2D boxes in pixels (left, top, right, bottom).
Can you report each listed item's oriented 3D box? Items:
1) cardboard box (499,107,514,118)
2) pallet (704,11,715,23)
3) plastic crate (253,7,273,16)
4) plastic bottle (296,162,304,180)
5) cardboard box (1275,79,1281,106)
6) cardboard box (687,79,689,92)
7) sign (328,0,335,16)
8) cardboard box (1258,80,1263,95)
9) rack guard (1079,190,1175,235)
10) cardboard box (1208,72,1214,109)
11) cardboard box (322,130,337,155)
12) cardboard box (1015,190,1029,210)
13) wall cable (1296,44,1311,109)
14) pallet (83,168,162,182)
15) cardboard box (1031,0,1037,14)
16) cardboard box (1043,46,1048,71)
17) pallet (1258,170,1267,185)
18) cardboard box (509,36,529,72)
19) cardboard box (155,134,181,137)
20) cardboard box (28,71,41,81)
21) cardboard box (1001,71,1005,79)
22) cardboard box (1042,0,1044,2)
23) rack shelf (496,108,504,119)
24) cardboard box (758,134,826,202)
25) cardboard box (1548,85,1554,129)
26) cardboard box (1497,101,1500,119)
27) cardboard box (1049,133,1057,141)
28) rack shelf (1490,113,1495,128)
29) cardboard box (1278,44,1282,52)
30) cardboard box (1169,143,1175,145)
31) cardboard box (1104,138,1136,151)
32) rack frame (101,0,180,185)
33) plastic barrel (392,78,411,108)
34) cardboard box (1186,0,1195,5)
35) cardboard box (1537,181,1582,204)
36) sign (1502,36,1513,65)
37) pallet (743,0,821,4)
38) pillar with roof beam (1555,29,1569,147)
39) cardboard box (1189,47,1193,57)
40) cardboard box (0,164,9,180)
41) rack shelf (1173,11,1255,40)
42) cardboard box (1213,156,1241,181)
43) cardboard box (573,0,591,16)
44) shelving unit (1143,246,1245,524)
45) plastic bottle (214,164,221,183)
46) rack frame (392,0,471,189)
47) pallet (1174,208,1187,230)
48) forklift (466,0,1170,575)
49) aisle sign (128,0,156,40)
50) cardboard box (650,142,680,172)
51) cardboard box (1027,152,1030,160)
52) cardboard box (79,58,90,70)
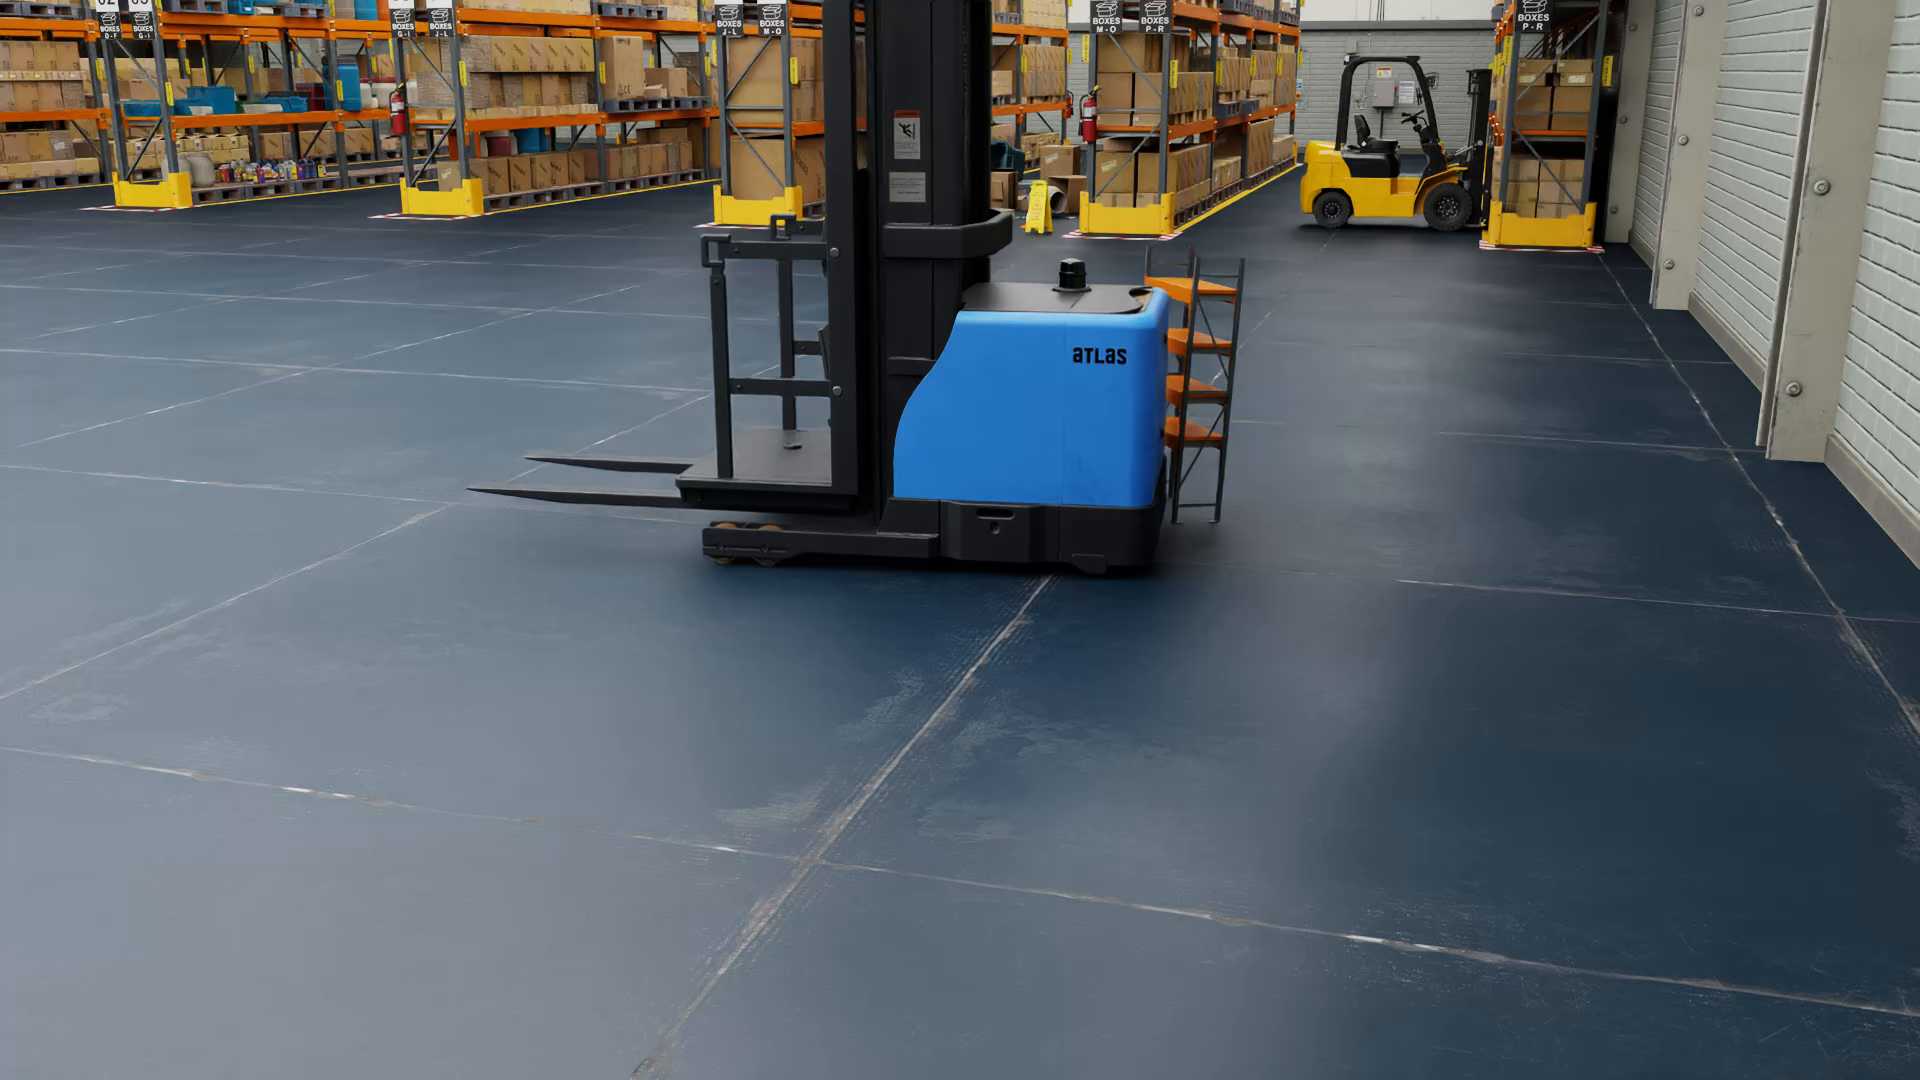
[{"bbox_3d":[-6.801,-6.288,24.463,0.380,0.149,0.250,5,16,16],"label":"cardboard box"},{"bbox_3d":[-5.009,-9.711,30.918,1.213,0.211,1.003,5,17,18],"label":"pallet"},{"bbox_3d":[-11.095,-8.389,26.394,0.243,0.136,0.396,5,16,16],"label":"plastic crate"},{"bbox_3d":[-10.994,-6.142,27.657,0.061,0.283,0.133,6,17,20],"label":"plastic bottle"},{"bbox_3d":[5.882,-8.615,32.021,0.500,0.500,0.500,5,17,18],"label":"cardboard box"},{"bbox_3d":[-5.238,-8.383,31.203,0.500,0.500,0.500,5,17,18],"label":"cardboard box"},{"bbox_3d":[-10.502,-8.926,27.787,0.100,0.325,0.005,5,16,16],"label":"sign"},{"bbox_3d":[5.043,-7.964,29.269,0.500,0.250,0.500,5,16,16],"label":"cardboard box"},{"bbox_3d":[2.109,-4.142,21.016,1.175,0.500,0.348,5,16,16],"label":"rack guard"},{"bbox_3d":[3.336,-6.427,23.762,0.500,0.500,0.500,4,16,14],"label":"cardboard box"},{"bbox_3d":[-13.658,-8.600,35.926,0.500,0.500,0.500,5,17,17],"label":"cardboard box"},{"bbox_3d":[0.935,-5.009,24.503,0.258,0.266,0.396,-7,17,-23],"label":"cardboard box"},{"bbox_3d":[8.214,-11.492,40.428,0.585,1.953,0.123,5,16,16],"label":"wall cable"},{"bbox_3d":[-15.602,-6.763,30.787,1.003,0.211,1.213,5,16,16],"label":"pallet"},{"bbox_3d":[1.236,-10.670,33.314,0.500,0.250,0.500,5,16,16],"label":"cardboard box"},{"bbox_3d":[1.538,-9.993,34.504,0.500,0.500,0.500,4,16,14],"label":"cardboard box"},{"bbox_3d":[5.006,-6.595,30.193,1.003,0.211,1.213,5,16,16],"label":"pallet"},{"bbox_3d":[-6.707,-7.149,24.477,0.500,0.500,0.500,5,16,16],"label":"cardboard box"},{"bbox_3d":[-15.356,-7.719,32.287,0.500,0.311,0.500,4,16,14],"label":"cardboard box"},{"bbox_3d":[-15.937,-7.915,28.366,0.380,0.149,0.250,5,16,16],"label":"cardboard box"},{"bbox_3d":[0.645,-8.931,31.920,0.380,0.149,0.250,4,16,14],"label":"cardboard box"},{"bbox_3d":[1.519,-11.092,34.069,0.380,0.149,0.250,4,16,14],"label":"cardboard box"},{"bbox_3d":[-10.374,-9.337,30.307,10.887,2.825,11.094,5,16,16],"label":"rack shelf"},{"bbox_3d":[-2.310,-5.275,23.554,0.875,0.875,0.875,4,16,15],"label":"cardboard box"},{"bbox_3d":[7.381,-5.235,20.105,0.500,0.500,0.500,5,17,18],"label":"cardboard box"},{"bbox_3d":[8.014,-6.199,23.963,0.500,0.250,0.500,5,16,16],"label":"cardboard box"},{"bbox_3d":[1.874,-8.688,35.827,0.380,0.149,0.250,4,16,15],"label":"cardboard box"},{"bbox_3d":[9.689,-7.211,28.573,1.077,0.370,4.000,5,16,16],"label":"rack shelf"},{"bbox_3d":[6.055,-9.567,32.356,0.380,0.149,0.250,5,16,15],"label":"cardboard box"},{"bbox_3d":[2.798,-5.478,24.040,0.500,0.500,0.500,5,17,19],"label":"cardboard box"},{"bbox_3d":[2.105,-5.208,21.899,0.380,0.149,0.250,5,17,17],"label":"cardboard box"},{"bbox_3d":[-12.163,-6.477,24.669,1.000,3.000,0.127,5,16,16],"label":"rack frame"},{"bbox_3d":[-10.212,-8.128,30.238,0.433,0.535,0.433,0,16,0],"label":"plastic barrel"},{"bbox_3d":[2.856,-7.047,21.640,0.380,0.149,0.250,5,17,17],"label":"cardboard box"},{"bbox_3d":[7.180,-4.167,19.878,0.500,0.250,0.500,5,17,17],"label":"cardboard box"},{"bbox_3d":[6.331,-5.657,19.222,0.100,0.325,0.005,5,16,16],"label":"sign"},{"bbox_3d":[-2.487,-7.277,22.155,1.003,0.211,1.213,5,16,16],"label":"pallet"},{"bbox_3d":[8.897,-12.982,36.608,9.100,9.000,0.400,5,16,16],"label":"pillar with roof beam"},{"bbox_3d":[3.322,-7.396,25.221,0.380,0.149,0.250,4,16,14],"label":"cardboard box"},{"bbox_3d":[-16.264,-6.126,27.701,0.500,0.250,0.500,5,16,16],"label":"cardboard box"},{"bbox_3d":[3.792,-7.991,25.828,1.077,0.370,4.000,5,16,16],"label":"rack shelf"},{"bbox_3d":[4.191,-6.208,27.767,0.950,0.372,0.625,3,16,12],"label":"cardboard box"},{"bbox_3d":[-6.157,-8.371,26.123,0.500,0.250,0.500,5,17,18],"label":"cardboard box"},{"bbox_3d":[1.025,-0.719,7.639,0.258,1.200,0.503,-2,16,-19],"label":"shelving unit"},{"bbox_3d":[-12.046,-5.929,26.906,0.061,0.283,0.133,5,17,17],"label":"plastic bottle"},{"bbox_3d":[-7.414,-6.093,23.314,1.000,3.000,0.127,5,16,16],"label":"rack frame"},{"bbox_3d":[2.374,-4.213,21.795,1.003,0.211,1.213,5,16,16],"label":"pallet"},{"bbox_3d":[-0.629,-1.443,7.046,3.031,2.935,1.130,3,16,10],"label":"forklift"},{"bbox_3d":[-11.902,-7.686,24.167,0.394,0.787,0.004,5,16,16],"label":"aisle sign"},{"bbox_3d":[-5.457,-6.872,29.836,0.700,0.500,0.500,3,16,11],"label":"cardboard box"},{"bbox_3d":[1.210,-7.792,33.759,0.380,0.149,0.250,5,17,18],"label":"cardboard box"},{"bbox_3d":[-18.860,-10.140,35.441,0.500,0.250,0.500,4,16,15],"label":"cardboard box"}]
